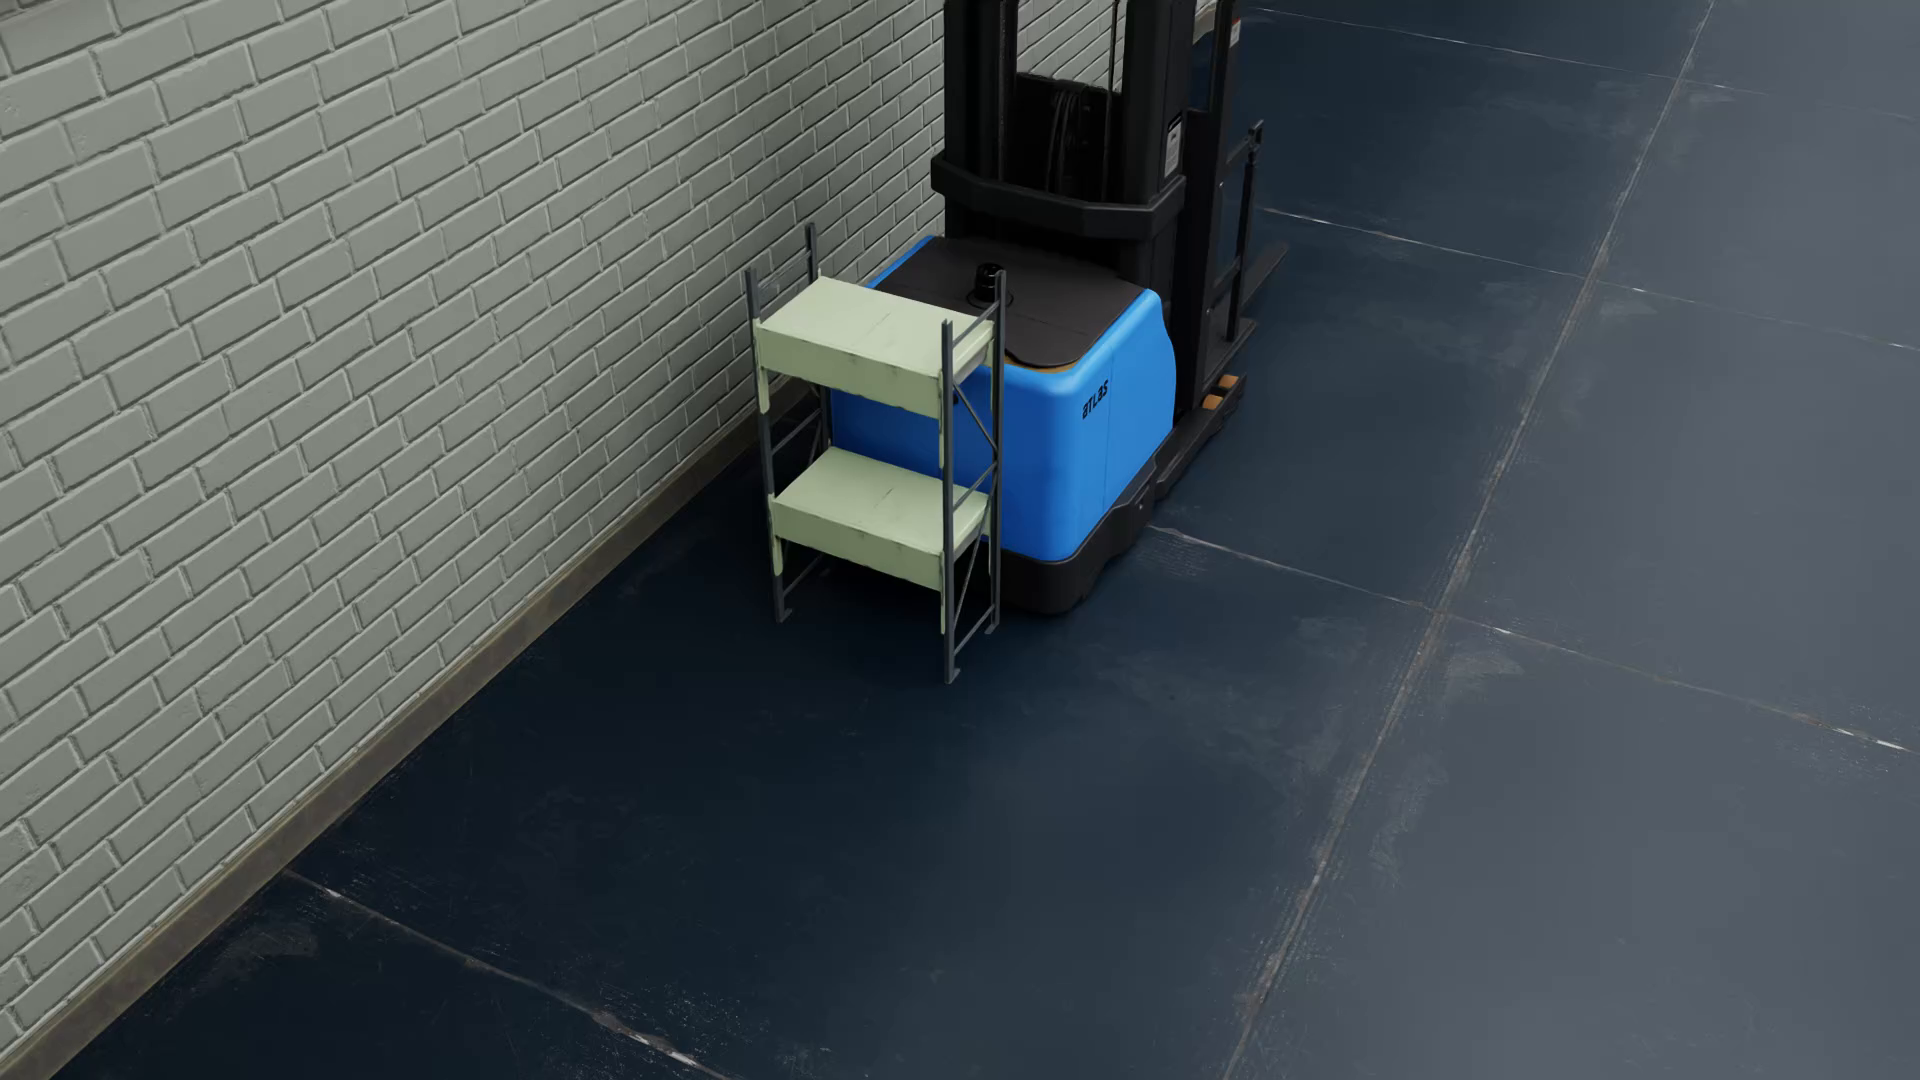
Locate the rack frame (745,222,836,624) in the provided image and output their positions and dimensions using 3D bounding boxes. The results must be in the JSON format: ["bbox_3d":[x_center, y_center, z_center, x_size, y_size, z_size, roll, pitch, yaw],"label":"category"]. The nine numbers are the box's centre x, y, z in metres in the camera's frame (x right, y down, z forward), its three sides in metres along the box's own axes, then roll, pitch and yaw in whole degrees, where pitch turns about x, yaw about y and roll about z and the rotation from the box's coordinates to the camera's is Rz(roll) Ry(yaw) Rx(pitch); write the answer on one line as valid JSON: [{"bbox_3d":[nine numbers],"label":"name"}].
[{"bbox_3d":[-0.599,-0.387,6.019,0.023,1.500,0.400,18,41,22],"label":"rack frame"}]

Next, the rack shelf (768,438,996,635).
[{"bbox_3d":[-0.276,-0.022,6.078,0.720,0.370,0.431,18,41,22],"label":"rack shelf"}]

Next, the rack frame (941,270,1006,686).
[{"bbox_3d":[0.046,-0.177,5.743,0.023,1.500,0.400,18,41,22],"label":"rack frame"}]

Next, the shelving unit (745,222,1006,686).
[{"bbox_3d":[-0.276,-0.282,5.881,0.755,1.500,0.431,18,41,22],"label":"shelving unit"}]

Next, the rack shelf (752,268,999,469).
[{"bbox_3d":[-0.277,-0.593,5.645,0.720,0.370,0.431,18,41,22],"label":"rack shelf"}]

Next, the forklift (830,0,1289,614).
[{"bbox_3d":[0.637,-1.764,6.650,1.130,2.935,3.031,18,41,22],"label":"forklift"}]
